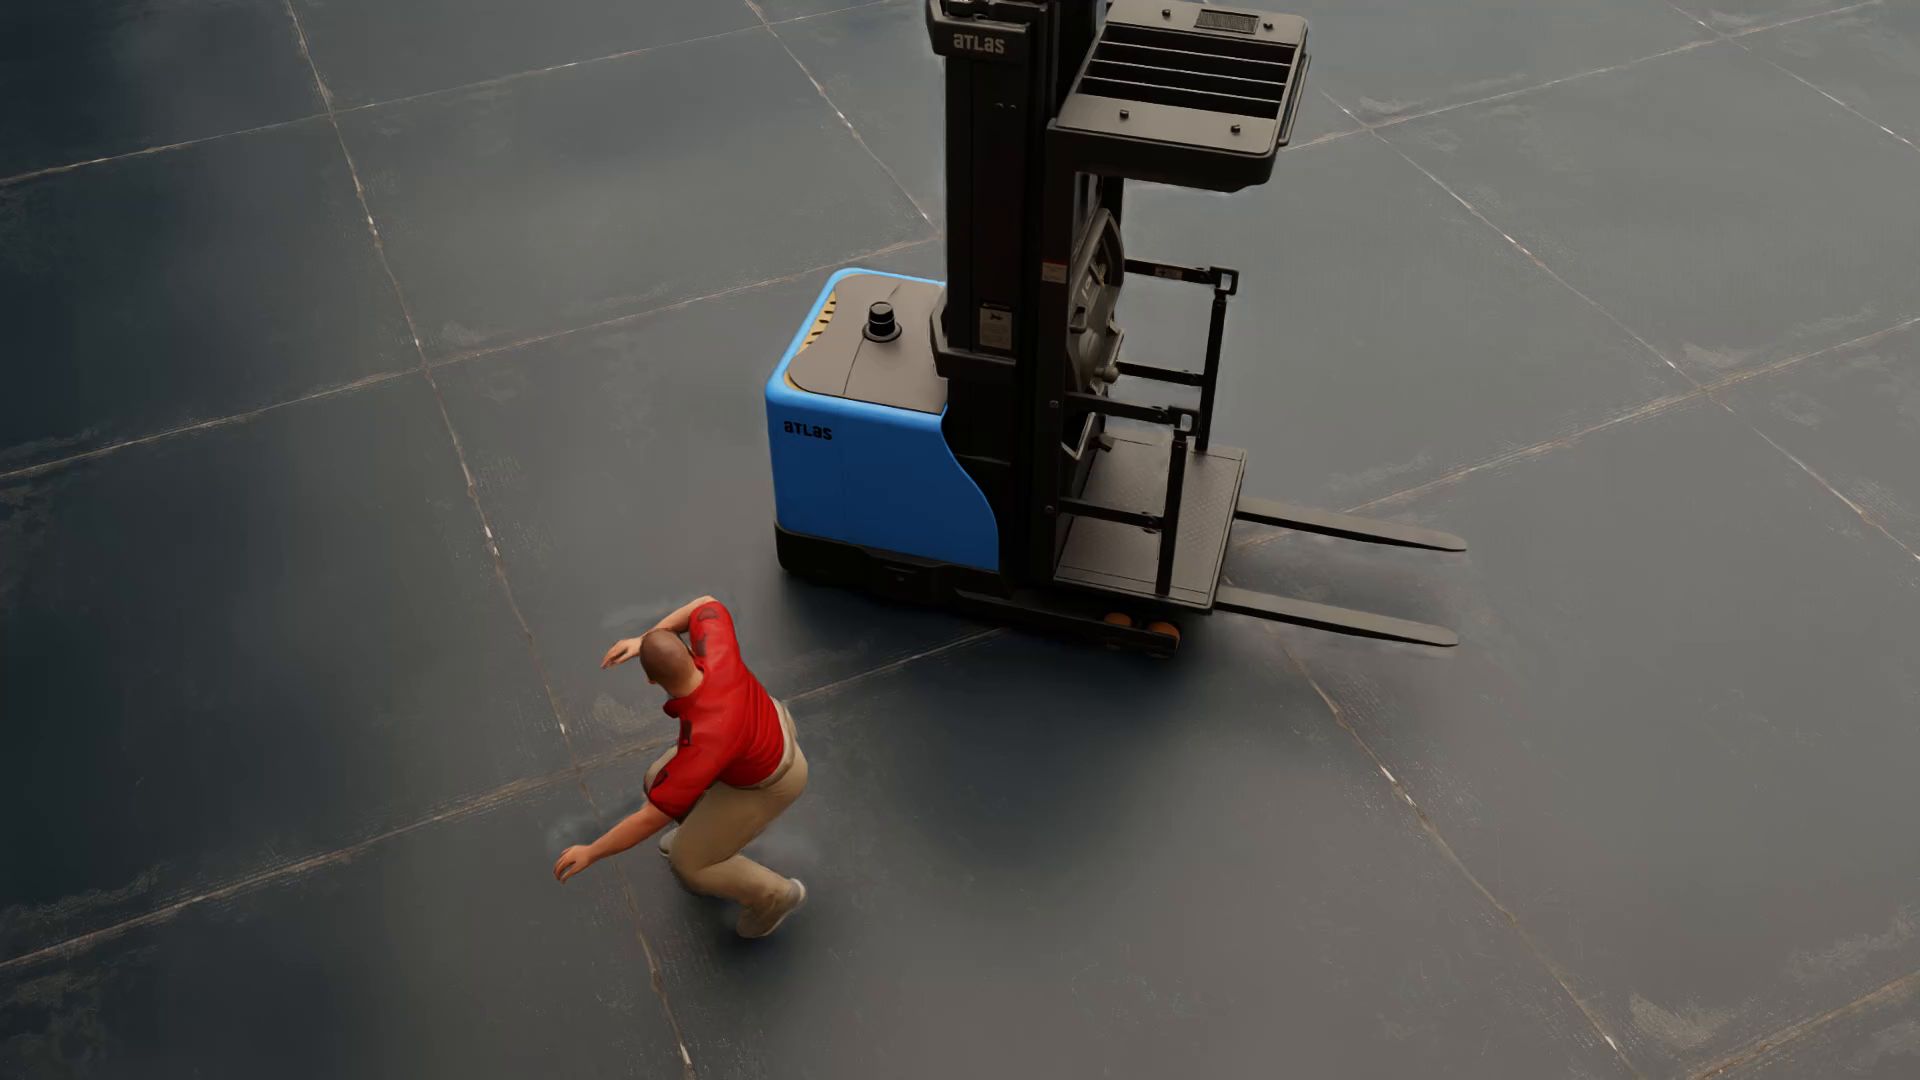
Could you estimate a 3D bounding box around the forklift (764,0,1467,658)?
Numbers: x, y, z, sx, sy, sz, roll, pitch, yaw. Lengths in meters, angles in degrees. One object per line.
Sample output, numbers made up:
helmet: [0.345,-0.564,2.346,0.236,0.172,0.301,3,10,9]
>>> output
forklift: [0.737,-0.960,6.709,3.031,2.935,1.130,11,44,11]

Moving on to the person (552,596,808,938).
person: [-1.011,0.825,5.910,0.932,1.485,0.796,-11,44,-11]
